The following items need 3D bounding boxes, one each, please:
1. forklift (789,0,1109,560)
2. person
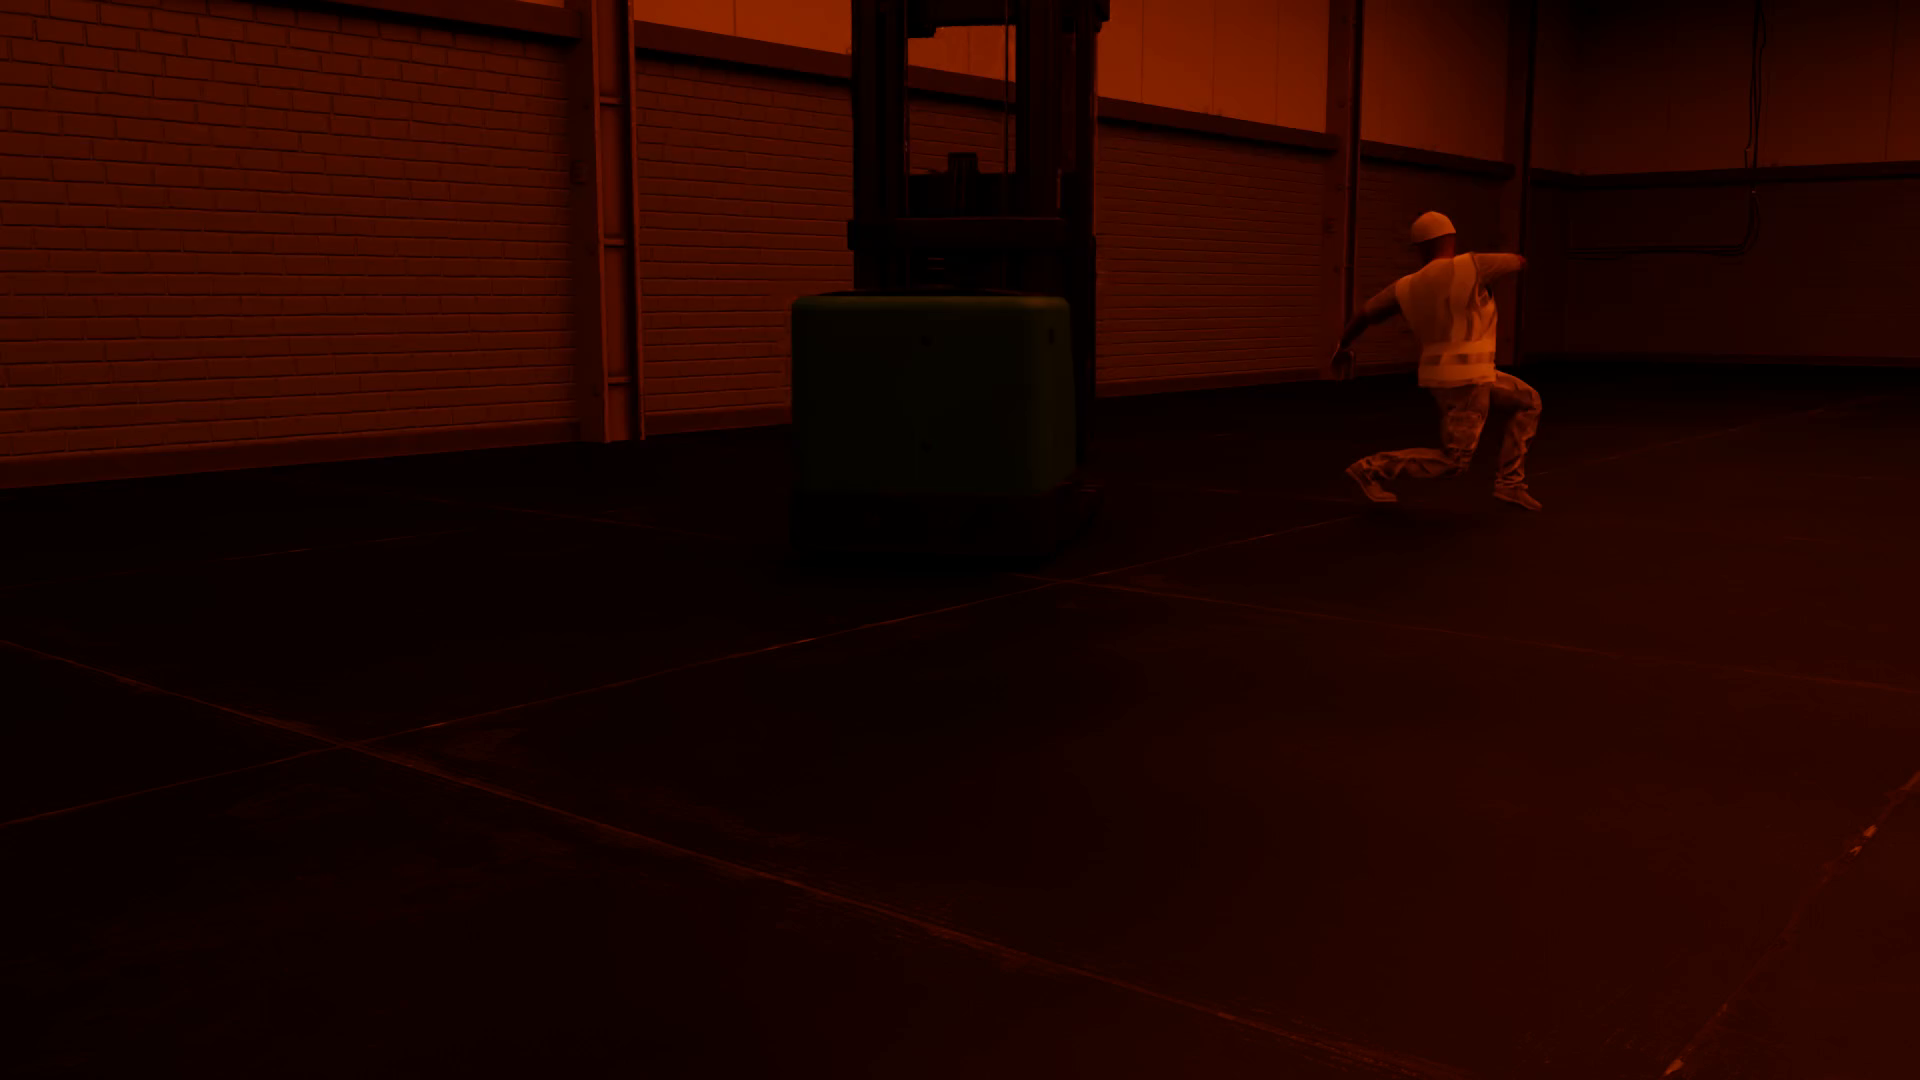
[{"bbox_3d":[0.101,-1.540,7.809,1.130,2.935,3.031,2,8,11],"label":"forklift"},{"bbox_3d":[2.436,-0.905,8.467,0.996,1.499,0.857,-1,8,-8],"label":"person"}]
